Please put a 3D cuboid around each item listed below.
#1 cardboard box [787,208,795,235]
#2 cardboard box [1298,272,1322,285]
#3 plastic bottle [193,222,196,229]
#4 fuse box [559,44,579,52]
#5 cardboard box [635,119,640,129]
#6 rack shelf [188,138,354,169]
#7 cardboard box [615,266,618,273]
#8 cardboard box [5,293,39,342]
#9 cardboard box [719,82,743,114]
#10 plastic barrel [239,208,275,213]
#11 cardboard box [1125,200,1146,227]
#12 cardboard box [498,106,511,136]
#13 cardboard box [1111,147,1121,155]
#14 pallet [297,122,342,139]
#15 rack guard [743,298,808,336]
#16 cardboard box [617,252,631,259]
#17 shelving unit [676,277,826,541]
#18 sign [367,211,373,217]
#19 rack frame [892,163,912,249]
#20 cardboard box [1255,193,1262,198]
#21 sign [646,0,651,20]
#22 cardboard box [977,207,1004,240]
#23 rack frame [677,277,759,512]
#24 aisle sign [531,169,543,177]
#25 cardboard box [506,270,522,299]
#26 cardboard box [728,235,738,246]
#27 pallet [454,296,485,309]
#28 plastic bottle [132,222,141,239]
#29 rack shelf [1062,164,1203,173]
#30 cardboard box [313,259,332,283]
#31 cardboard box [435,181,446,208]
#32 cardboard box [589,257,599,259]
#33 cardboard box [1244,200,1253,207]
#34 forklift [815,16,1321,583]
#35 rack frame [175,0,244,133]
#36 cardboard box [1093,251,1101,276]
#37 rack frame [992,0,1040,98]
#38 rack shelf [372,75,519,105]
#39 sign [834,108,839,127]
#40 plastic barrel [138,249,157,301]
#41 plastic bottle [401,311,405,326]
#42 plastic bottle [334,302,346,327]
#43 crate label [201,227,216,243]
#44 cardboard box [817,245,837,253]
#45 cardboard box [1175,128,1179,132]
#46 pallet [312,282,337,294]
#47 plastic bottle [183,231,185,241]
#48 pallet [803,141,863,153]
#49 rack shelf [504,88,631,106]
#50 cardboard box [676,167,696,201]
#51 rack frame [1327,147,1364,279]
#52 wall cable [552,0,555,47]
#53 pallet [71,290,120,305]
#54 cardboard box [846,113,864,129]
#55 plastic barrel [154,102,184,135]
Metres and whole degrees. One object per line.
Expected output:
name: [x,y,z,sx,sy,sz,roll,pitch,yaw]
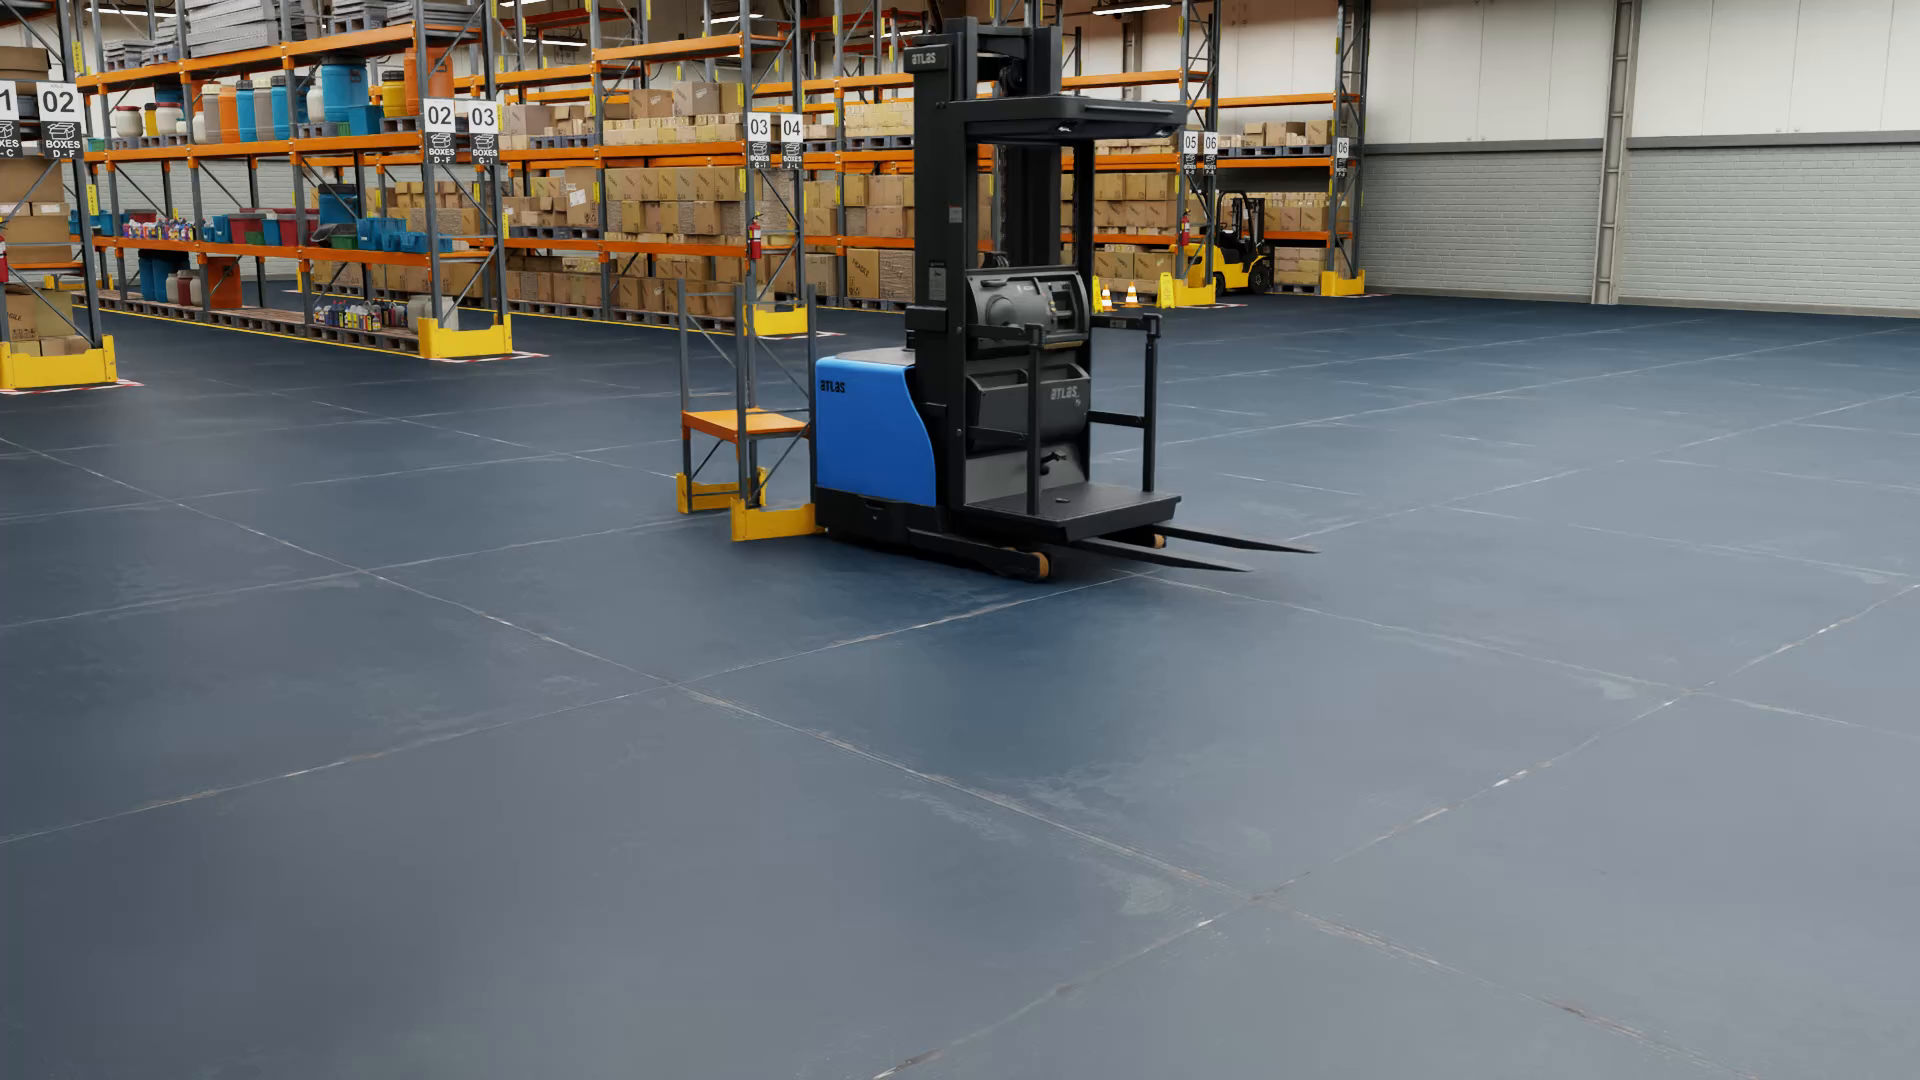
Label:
cardboard box: [-3.089,-6.055,31.618,0.500,0.500,0.500,-11,16,-42]
cardboard box: [7.470,-5.516,35.024,0.500,0.250,0.500,-11,16,-42]
plastic bottle: [-12.986,-5.306,28.354,0.144,0.351,0.185,-11,16,-43]
fuse box: [-10.689,-13.561,45.504,0.513,0.334,0.176,-11,16,-43]
cardboard box: [-4.887,-6.542,26.180,0.380,0.149,0.250,-10,15,-41]
rack shelf: [-10.458,-5.861,25.277,1.077,0.370,4.000,-11,16,-43]
cardboard box: [-7.620,-6.064,37.198,0.380,0.149,0.250,-11,16,-42]
cardboard box: [-10.485,-2.442,18.247,0.500,0.500,0.500,-11,16,-43]
cardboard box: [-3.562,-6.722,25.448,0.500,0.500,0.500,-11,16,-43]
plastic barrel: [-11.299,-5.078,26.786,0.600,0.536,0.708,-11,16,-43]
cardboard box: [3.519,-6.249,31.826,0.500,0.500,0.500,-11,16,-42]
cardboard box: [-7.770,-7.311,29.042,0.500,0.500,0.500,-11,16,-42]
cardboard box: [3.123,-7.490,32.022,0.250,0.149,0.380,11,16,44]
pallet: [-8.508,-5.738,23.362,1.213,0.211,1.003,-11,16,-43]
rack guard: [-2.784,-3.346,24.913,1.175,0.500,0.348,-11,16,-43]
cardboard box: [-7.043,-6.191,35.823,0.500,0.250,0.500,11,16,43]
shelving unit: [-1.327,-0.851,10.327,0.587,1.500,1.083,-6,13,-28]
sign: [-8.671,-4.663,24.427,0.100,0.325,0.005,-11,16,-43]
rack frame: [-1.089,-7.108,36.977,1.000,3.000,0.127,-11,16,-43]
cardboard box: [6.560,-7.391,35.758,0.380,0.149,0.250,-11,16,-42]
sign: [-5.089,-8.650,27.087,0.100,0.325,0.005,-11,16,-43]
cardboard box: [0.636,-5.357,28.107,0.875,0.550,0.550,-11,16,-43]
rack frame: [-1.562,-0.940,10.758,0.500,1.500,0.032,-6,13,-28]
aisle sign: [-9.958,-8.896,39.217,0.394,0.787,0.004,-11,16,-43]
cardboard box: [-7.779,-4.623,30.021,0.500,0.500,0.700,11,16,42]
cardboard box: [-3.250,-4.486,24.872,0.380,0.149,0.250,-11,16,-43]
pallet: [-8.746,-4.487,31.165,1.003,0.211,1.213,-11,16,-43]
plastic bottle: [-14.304,-5.385,28.925,0.152,0.276,0.135,-11,16,-43]
rack shelf: [3.880,-8.625,38.690,1.077,0.370,4.000,-11,16,-43]
cardboard box: [-13.281,-5.977,35.714,0.875,0.875,0.875,-11,16,-43]
cardboard box: [-9.666,-6.568,31.626,0.797,0.503,0.637,-10,15,-41]
cardboard box: [-8.369,-6.357,37.883,0.250,0.149,0.380,11,16,43]
cardboard box: [6.344,-7.271,35.915,0.380,0.149,0.250,-11,16,-44]
forklift: [0.538,-1.326,9.084,3.031,2.935,1.130,11,16,43]
rack frame: [-11.839,-7.975,26.319,1.000,3.000,0.127,-11,16,-43]
cardboard box: [2.620,-5.474,32.963,0.500,0.500,0.500,-10,15,-40]
rack frame: [0.925,-8.174,27.285,1.000,3.000,0.127,-11,16,-43]
rack shelf: [-9.638,-8.409,31.198,1.077,0.370,4.000,-11,16,-43]
sign: [-2.223,-7.619,29.963,0.100,0.325,0.005,-11,16,-43]
plastic barrel: [-14.238,-4.716,29.530,0.600,0.901,0.708,-11,16,-43]
plastic bottle: [-7.857,-3.131,23.520,0.097,0.201,0.097,0,12,0]
plastic bottle: [-8.689,-3.168,23.327,0.185,0.351,0.144,11,16,43]
crate label: [-11.819,-4.841,26.389,0.303,0.233,0.416,-11,16,-43]
cardboard box: [-2.736,-6.646,38.963,0.875,0.875,0.875,-10,15,-41]
cardboard box: [3.988,-7.685,30.992,0.380,0.149,0.250,-11,16,-42]
pallet: [-13.172,-5.423,35.709,1.003,0.211,1.213,-11,16,-43]
plastic bottle: [-12.653,-4.992,27.200,0.097,0.201,0.097,0,12,0]
pallet: [-2.506,-7.322,31.056,1.217,0.209,0.805,11,16,43]
rack shelf: [-8.743,-9.863,37.275,1.077,0.370,4.000,-11,16,-43]
cardboard box: [-3.983,-5.435,25.395,0.500,0.500,0.500,-11,16,-43]
rack frame: [8.023,-6.632,34.670,1.000,3.000,0.127,-11,16,-43]
wall cable: [-11.863,-14.727,44.223,2.355,3.000,0.029,-11,16,-43]
pallet: [-16.822,-4.713,32.262,1.003,0.211,1.213,-11,16,-43]
cardboard box: [-1.702,-7.505,29.818,0.500,0.250,0.500,-11,16,-42]
plastic barrel: [-13.172,-7.016,27.719,0.433,0.535,0.433,0,12,0]
